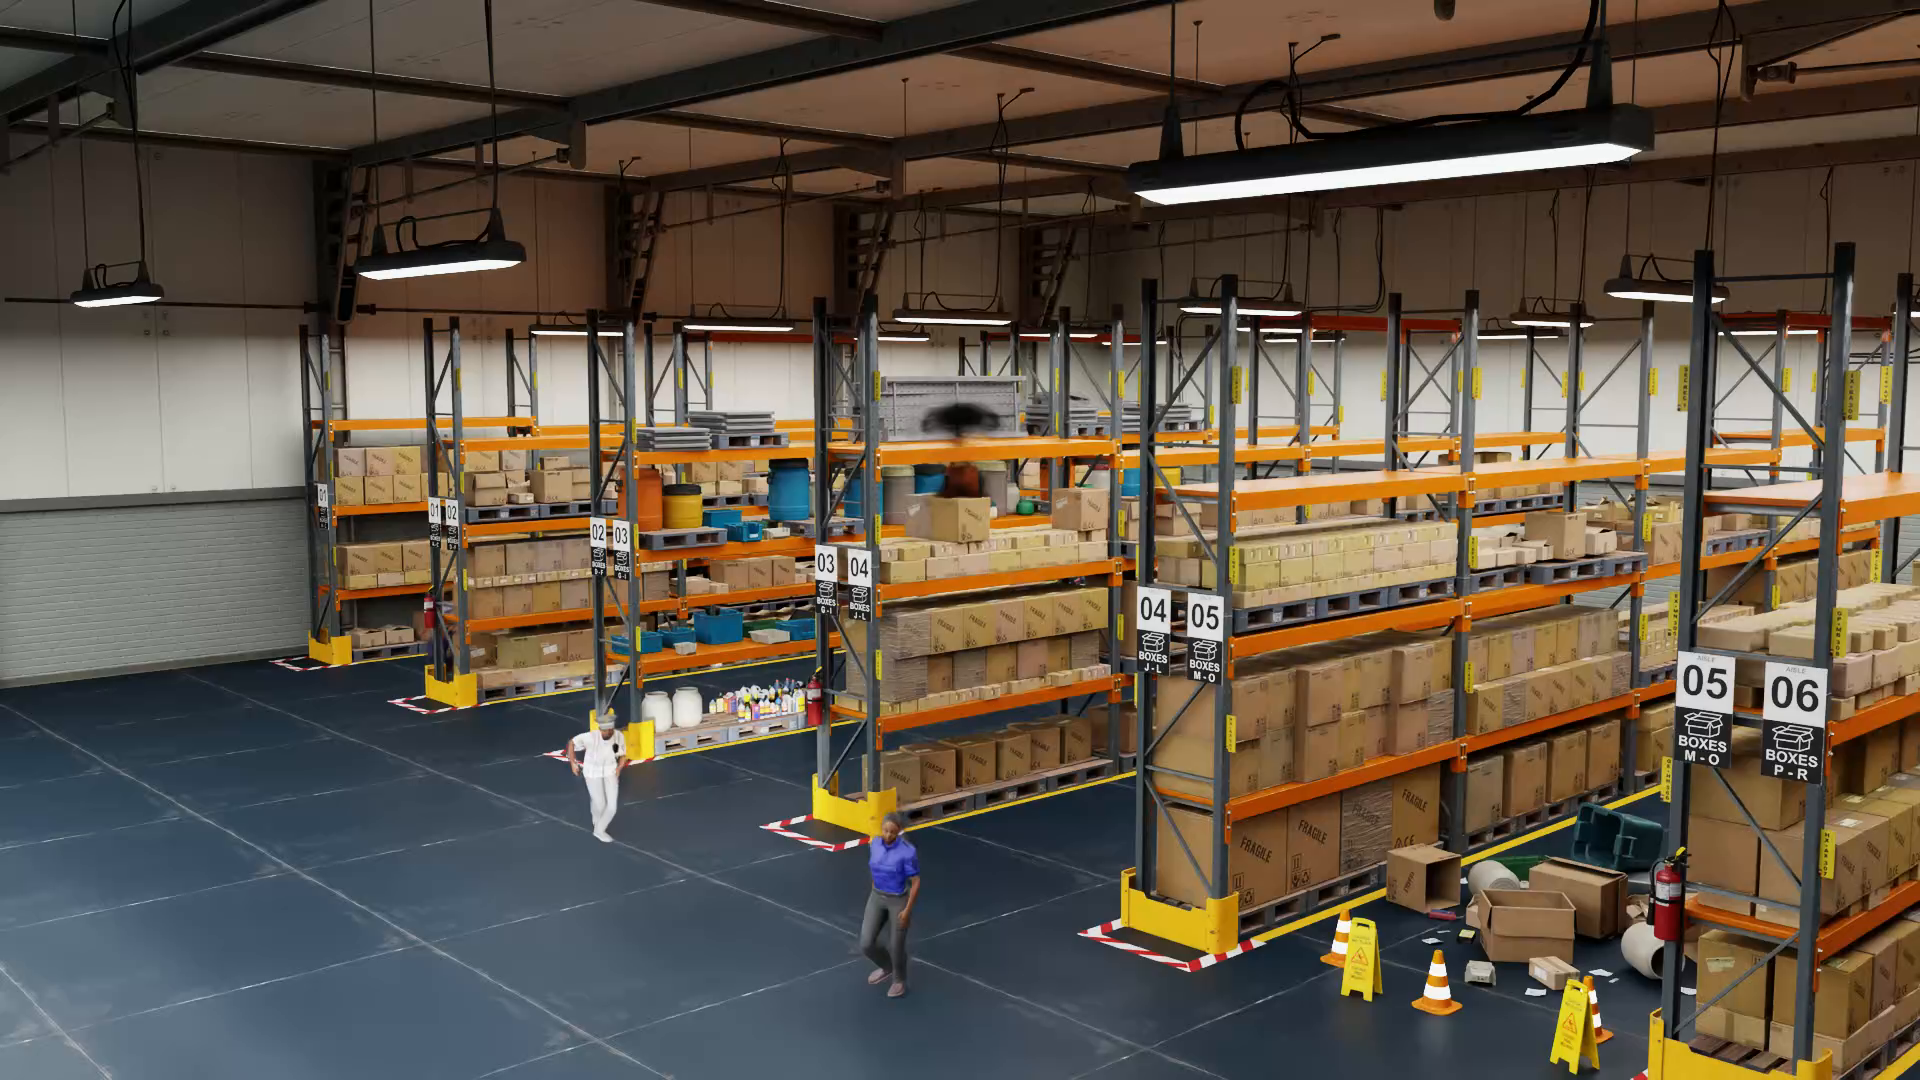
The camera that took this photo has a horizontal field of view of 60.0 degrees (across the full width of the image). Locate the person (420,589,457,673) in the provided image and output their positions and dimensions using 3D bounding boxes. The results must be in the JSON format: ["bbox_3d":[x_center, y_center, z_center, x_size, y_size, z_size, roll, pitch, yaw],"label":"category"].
[{"bbox_3d":[-8.588,1.590,27.655,0.617,1.599,0.642,3,6,27],"label":"person"}]

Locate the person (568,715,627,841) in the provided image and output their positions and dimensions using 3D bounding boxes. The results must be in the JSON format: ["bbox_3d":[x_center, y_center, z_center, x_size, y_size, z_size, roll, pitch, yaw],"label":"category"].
[{"bbox_3d":[-3.939,2.604,18.127,0.604,1.494,0.764,-2,6,-23],"label":"person"}]

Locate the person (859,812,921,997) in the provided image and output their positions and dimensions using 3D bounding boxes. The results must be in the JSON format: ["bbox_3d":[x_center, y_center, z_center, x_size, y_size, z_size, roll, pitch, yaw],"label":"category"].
[{"bbox_3d":[-0.565,2.993,13.653,0.575,1.614,0.613,2,6,22],"label":"person"}]

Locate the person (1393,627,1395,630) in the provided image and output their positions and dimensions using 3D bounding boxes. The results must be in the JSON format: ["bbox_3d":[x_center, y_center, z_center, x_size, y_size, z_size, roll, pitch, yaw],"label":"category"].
[{"bbox_3d":[6.035,1.921,23.419,0.684,1.770,0.744,6,8,44],"label":"person"}]
